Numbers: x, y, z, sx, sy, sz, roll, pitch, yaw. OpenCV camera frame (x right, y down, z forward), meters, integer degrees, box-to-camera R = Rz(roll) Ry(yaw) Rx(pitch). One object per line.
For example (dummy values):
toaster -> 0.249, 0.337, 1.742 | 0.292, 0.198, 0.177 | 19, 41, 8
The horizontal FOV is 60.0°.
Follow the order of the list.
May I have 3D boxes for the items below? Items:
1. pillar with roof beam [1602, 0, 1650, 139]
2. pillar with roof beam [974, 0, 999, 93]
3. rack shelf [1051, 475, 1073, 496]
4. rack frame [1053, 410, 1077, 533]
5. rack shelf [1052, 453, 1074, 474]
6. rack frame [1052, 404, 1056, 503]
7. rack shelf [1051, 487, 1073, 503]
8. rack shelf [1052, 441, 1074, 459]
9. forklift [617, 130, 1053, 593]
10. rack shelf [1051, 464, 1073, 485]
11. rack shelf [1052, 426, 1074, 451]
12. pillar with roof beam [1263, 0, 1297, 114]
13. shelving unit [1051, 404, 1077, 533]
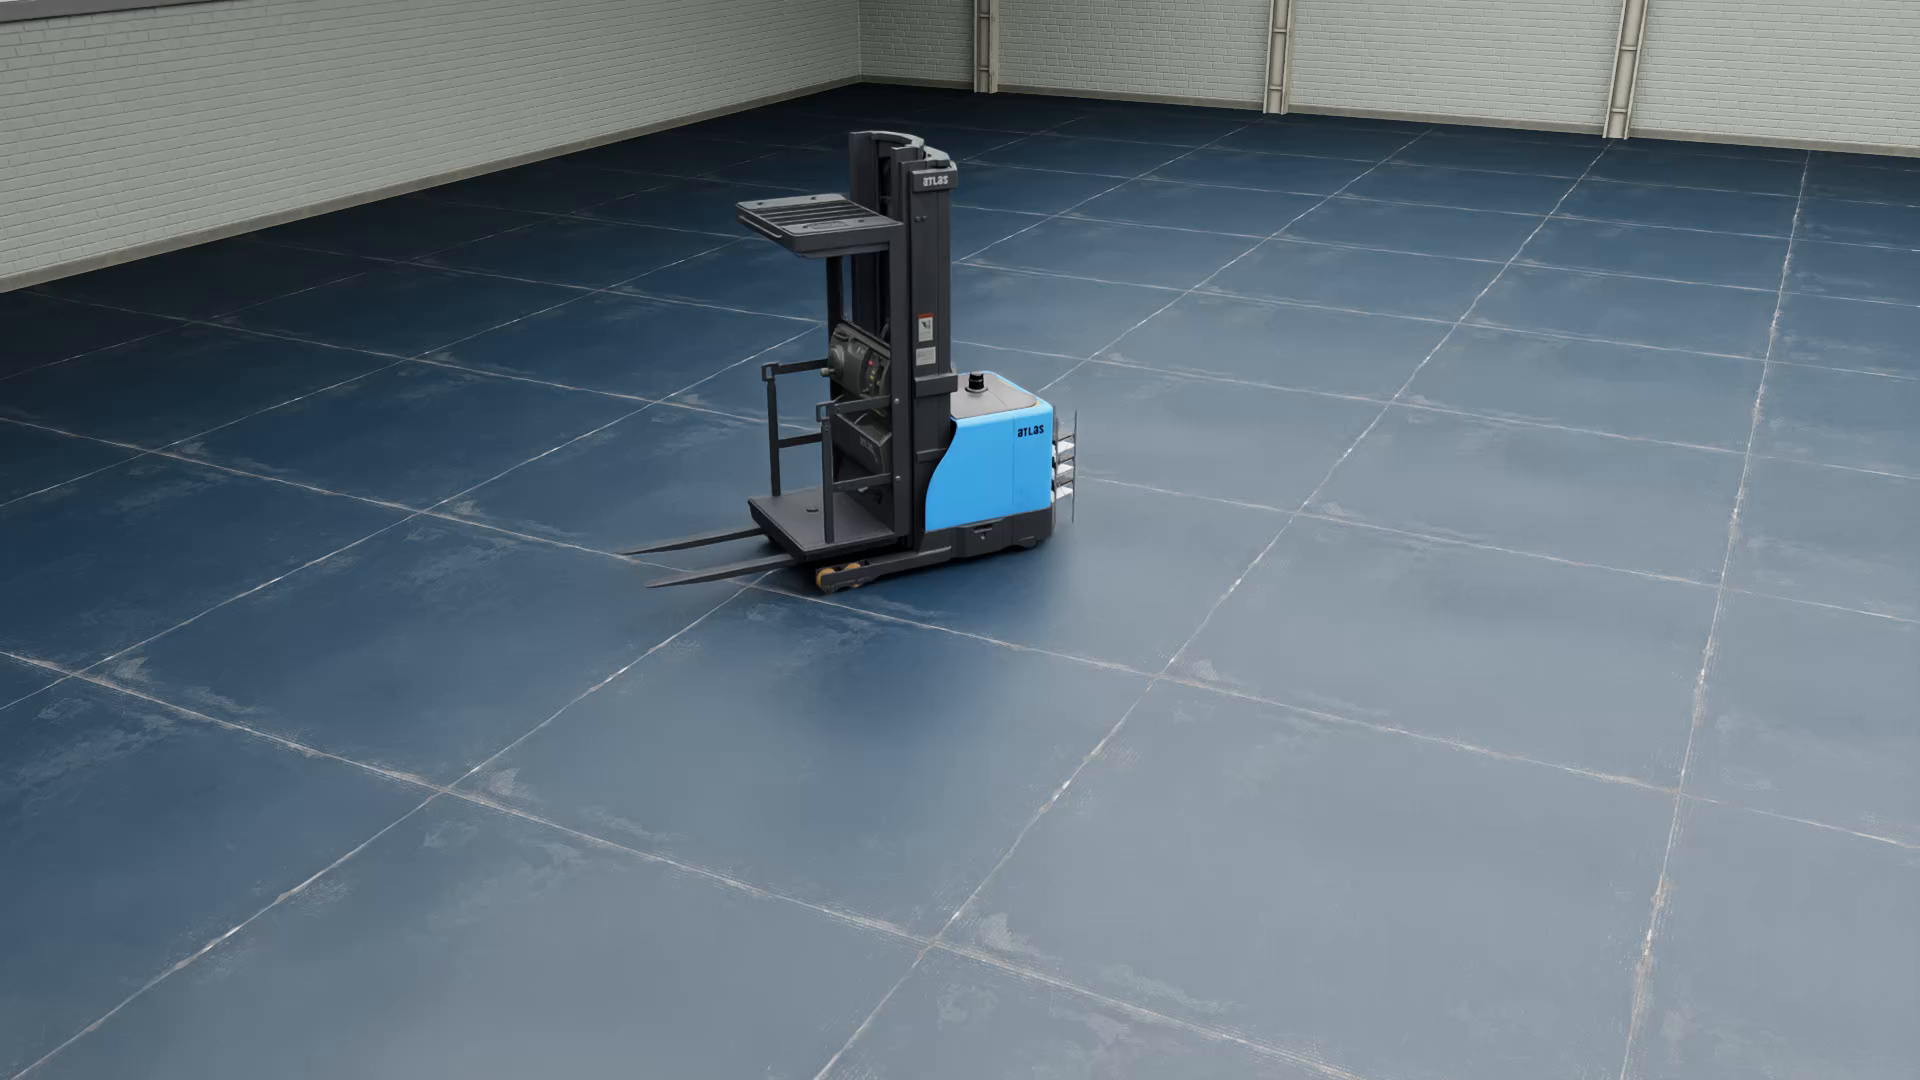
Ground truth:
pillar with roof beam -> 9.288, -9.540, 23.183 | 0.400, 9.000, 9.100 | 11, 25, 25
pillar with roof beam -> -1.421, -11.658, 28.165 | 0.400, 9.000, 9.100 | 11, 25, 25
rack shelf -> 0.703, -0.417, 12.396 | 0.200, 0.077, 0.258 | 19, 30, 38
rack frame -> 0.779, -0.504, 12.285 | 0.006, 0.900, 0.240 | 19, 30, 38
rack shelf -> 0.703, -0.583, 12.326 | 0.200, 0.077, 0.258 | 19, 30, 38
rack frame -> 0.627, -0.557, 12.410 | 0.006, 0.900, 0.240 | 19, 30, 38
rack shelf -> 0.703, -0.334, 12.431 | 0.200, 0.077, 0.258 | 19, 30, 38
rack shelf -> 0.703, -0.666, 12.291 | 0.200, 0.077, 0.258 | 19, 30, 38
forklift -> -0.875, -1.220, 11.374 | 3.031, 2.935, 1.130 | -11, 26, -25
rack shelf -> 0.703, -0.500, 12.361 | 0.200, 0.077, 0.258 | 19, 30, 38
rack shelf -> 0.703, -0.749, 12.255 | 0.200, 0.077, 0.258 | 19, 30, 38
pillar with roof beam -> 3.934, -10.599, 25.674 | 0.400, 9.000, 9.100 | 11, 25, 25
shelving unit -> 0.703, -0.531, 12.348 | 0.210, 0.900, 0.258 | 19, 30, 38
